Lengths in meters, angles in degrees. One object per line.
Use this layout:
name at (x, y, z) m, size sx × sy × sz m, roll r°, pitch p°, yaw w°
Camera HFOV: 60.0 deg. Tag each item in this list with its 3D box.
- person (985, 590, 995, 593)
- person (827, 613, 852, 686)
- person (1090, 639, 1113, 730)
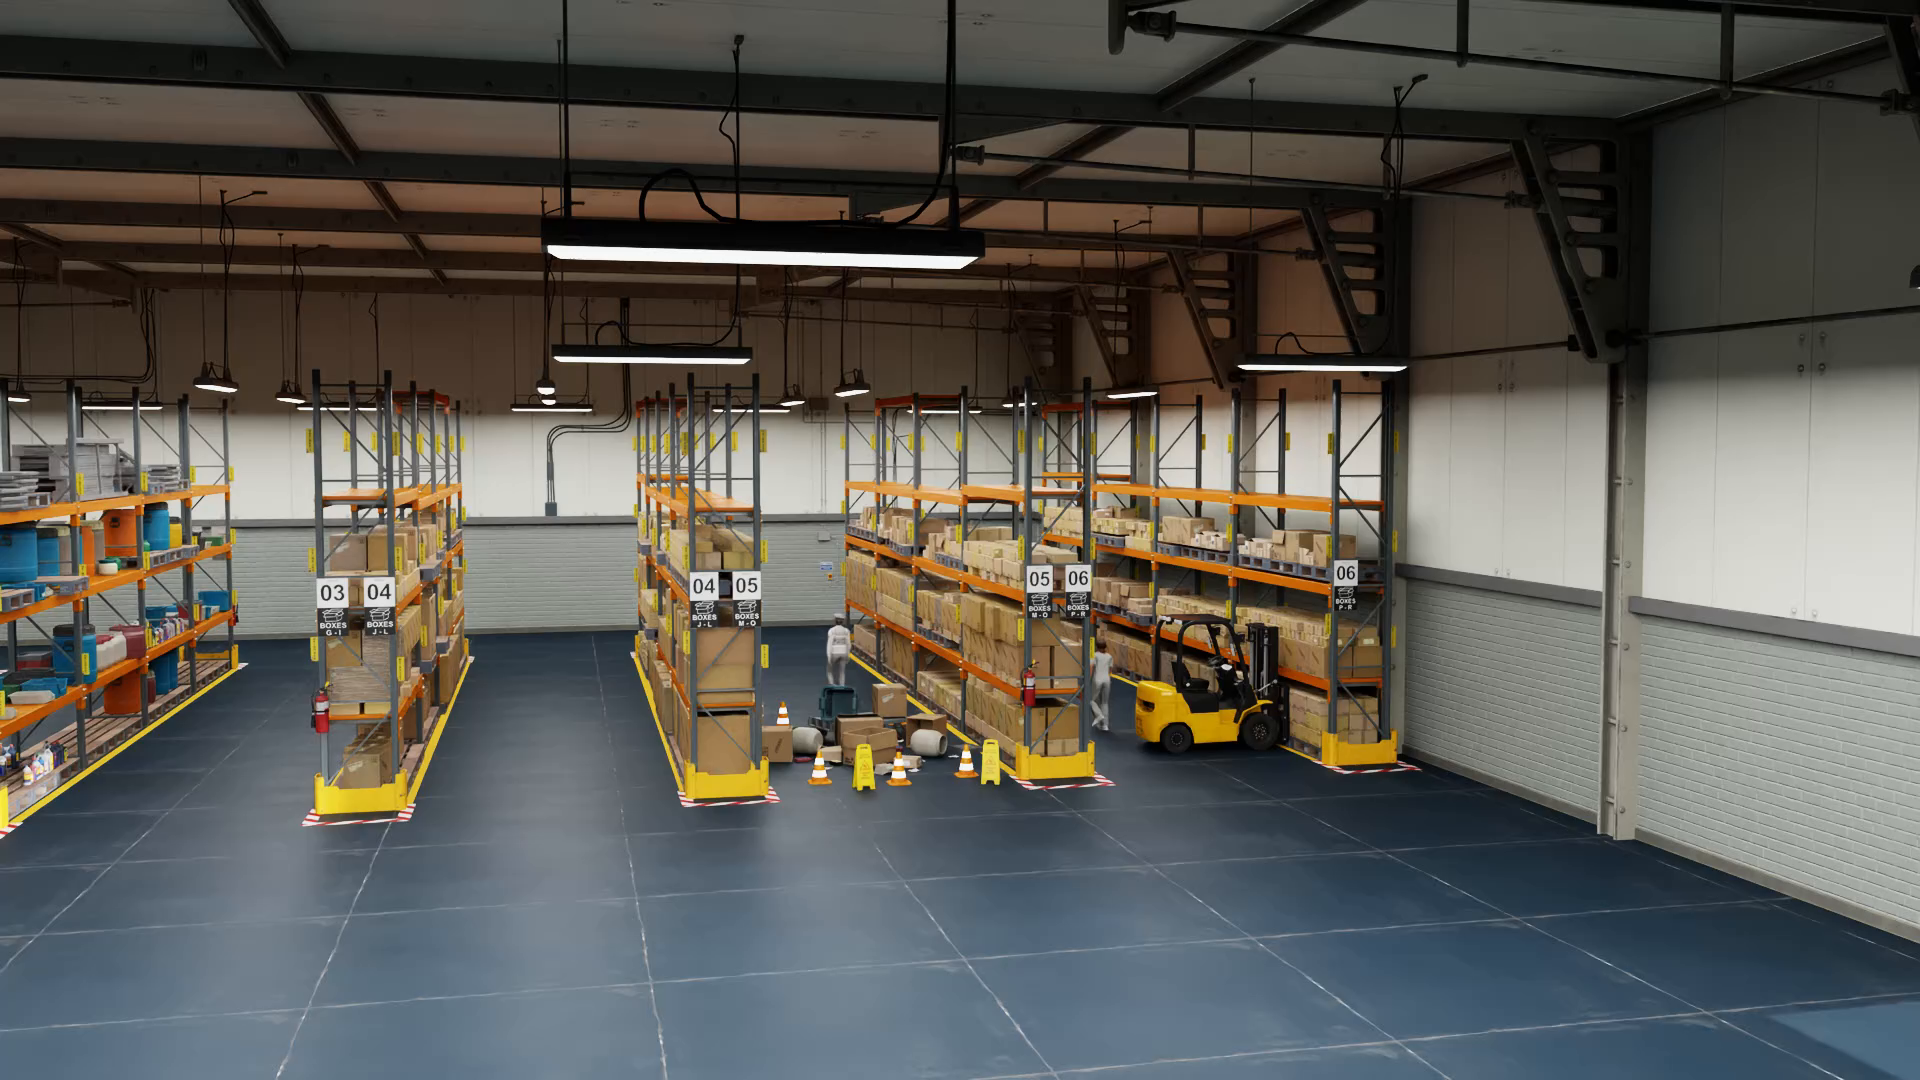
person at (0.692, 1.778, 40.777) m, size 0.787 × 1.767 × 0.637 m, roll 0°, pitch 3°, yaw -1°
person at (-2.375, 2.288, 32.608) m, size 0.510 × 1.709 × 0.432 m, roll -1°, pitch 3°, yaw -17°
person at (2.464, 2.532, 29.308) m, size 0.533 × 1.570 × 0.727 m, roll -1°, pitch 3°, yaw -12°
